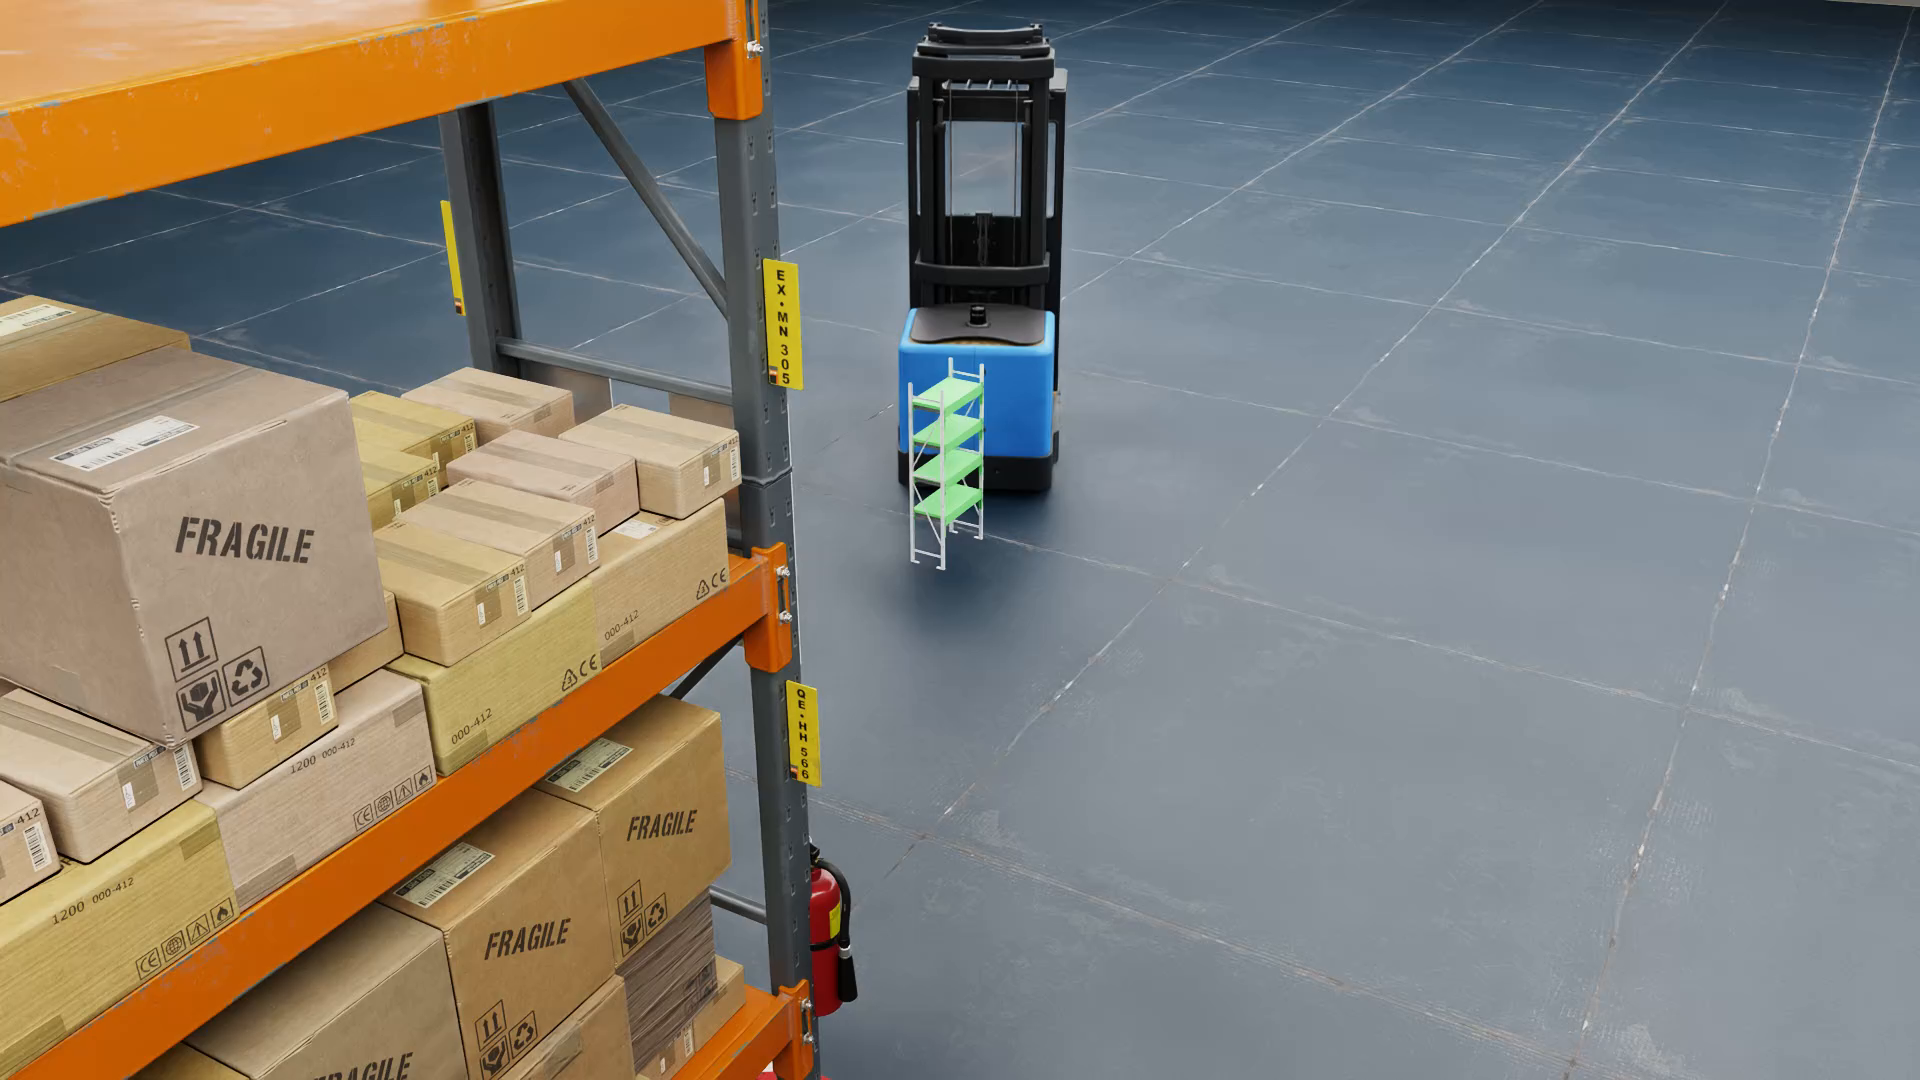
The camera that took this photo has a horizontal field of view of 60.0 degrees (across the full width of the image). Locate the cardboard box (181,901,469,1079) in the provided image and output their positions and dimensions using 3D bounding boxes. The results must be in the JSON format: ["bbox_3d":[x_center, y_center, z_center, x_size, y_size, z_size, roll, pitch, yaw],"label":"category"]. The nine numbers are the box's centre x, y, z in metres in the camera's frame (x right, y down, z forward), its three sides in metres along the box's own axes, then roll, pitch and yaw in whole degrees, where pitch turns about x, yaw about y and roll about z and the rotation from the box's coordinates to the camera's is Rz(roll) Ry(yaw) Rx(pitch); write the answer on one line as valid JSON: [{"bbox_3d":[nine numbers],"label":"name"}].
[{"bbox_3d":[-1.456,1.109,3.623,0.500,0.500,0.500,14,30,26],"label":"cardboard box"}]

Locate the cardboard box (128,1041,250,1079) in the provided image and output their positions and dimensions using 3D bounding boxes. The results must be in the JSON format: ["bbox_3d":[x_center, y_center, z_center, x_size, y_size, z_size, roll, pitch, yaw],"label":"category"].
[{"bbox_3d":[-1.709,1.302,3.237,0.500,0.500,0.500,14,30,26],"label":"cardboard box"}]

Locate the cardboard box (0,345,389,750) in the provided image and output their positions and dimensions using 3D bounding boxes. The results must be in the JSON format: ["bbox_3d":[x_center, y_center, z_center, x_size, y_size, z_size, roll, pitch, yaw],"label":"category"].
[{"bbox_3d":[-1.453,-0.008,3.062,0.500,0.500,0.500,14,30,26],"label":"cardboard box"}]

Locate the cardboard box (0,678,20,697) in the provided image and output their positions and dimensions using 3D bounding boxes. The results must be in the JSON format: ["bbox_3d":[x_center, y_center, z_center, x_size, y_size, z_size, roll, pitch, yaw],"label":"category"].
[{"bbox_3d":[-2.000,0.285,3.200,0.380,0.149,0.250,14,30,26],"label":"cardboard box"}]

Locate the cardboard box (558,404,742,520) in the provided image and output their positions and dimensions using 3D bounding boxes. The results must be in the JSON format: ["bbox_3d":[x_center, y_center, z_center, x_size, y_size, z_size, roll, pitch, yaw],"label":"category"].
[{"bbox_3d":[-0.776,-0.201,4.172,0.380,0.149,0.250,14,30,26],"label":"cardboard box"}]

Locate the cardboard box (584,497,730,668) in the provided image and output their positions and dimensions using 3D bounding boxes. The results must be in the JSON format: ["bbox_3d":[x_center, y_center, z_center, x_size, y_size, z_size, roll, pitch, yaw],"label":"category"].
[{"bbox_3d":[-0.927,0.044,4.127,0.500,0.250,0.500,15,30,27],"label":"cardboard box"}]

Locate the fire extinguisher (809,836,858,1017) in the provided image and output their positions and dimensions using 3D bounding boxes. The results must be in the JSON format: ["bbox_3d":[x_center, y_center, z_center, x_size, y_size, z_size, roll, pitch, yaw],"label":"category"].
[{"bbox_3d":[-0.454,1.166,5.156,0.296,0.674,0.183,14,30,26],"label":"fire extinguisher"}]

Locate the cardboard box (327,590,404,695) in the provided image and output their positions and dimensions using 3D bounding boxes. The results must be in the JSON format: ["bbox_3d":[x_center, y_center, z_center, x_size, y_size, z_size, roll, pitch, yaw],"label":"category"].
[{"bbox_3d":[-1.378,0.177,3.416,0.380,0.149,0.250,15,30,27],"label":"cardboard box"}]

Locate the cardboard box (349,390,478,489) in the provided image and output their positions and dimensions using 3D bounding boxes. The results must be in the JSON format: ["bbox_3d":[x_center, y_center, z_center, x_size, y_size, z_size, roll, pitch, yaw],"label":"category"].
[{"bbox_3d":[-1.460,-0.242,4.253,0.380,0.149,0.250,15,30,27],"label":"cardboard box"}]

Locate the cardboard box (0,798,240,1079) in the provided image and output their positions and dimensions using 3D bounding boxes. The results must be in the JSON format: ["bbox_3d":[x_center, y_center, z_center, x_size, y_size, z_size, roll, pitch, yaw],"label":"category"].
[{"bbox_3d":[-1.673,0.634,2.948,0.500,0.250,0.500,14,30,25],"label":"cardboard box"}]

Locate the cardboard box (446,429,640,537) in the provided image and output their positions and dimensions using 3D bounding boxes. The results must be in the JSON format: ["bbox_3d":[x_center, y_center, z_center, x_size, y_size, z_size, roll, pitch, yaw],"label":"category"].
[{"bbox_3d":[-1.006,-0.125,4.021,0.380,0.149,0.250,13,29,24],"label":"cardboard box"}]

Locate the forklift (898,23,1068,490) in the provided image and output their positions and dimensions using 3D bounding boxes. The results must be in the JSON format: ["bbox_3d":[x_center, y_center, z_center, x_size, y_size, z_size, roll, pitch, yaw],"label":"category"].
[{"bbox_3d":[0.198,-2.272,12.013,1.130,2.935,3.031,2,27,4],"label":"forklift"}]

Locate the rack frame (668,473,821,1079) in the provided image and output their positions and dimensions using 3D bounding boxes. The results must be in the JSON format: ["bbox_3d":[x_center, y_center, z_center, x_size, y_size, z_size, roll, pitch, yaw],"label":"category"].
[{"bbox_3d":[-0.911,1.075,5.252,1.000,3.000,0.127,14,30,26],"label":"rack frame"}]

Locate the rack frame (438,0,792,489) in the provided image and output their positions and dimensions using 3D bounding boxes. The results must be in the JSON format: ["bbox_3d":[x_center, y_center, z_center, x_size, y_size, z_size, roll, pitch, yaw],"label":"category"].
[{"bbox_3d":[-0.911,-1.608,3.909,1.000,3.000,0.127,14,30,26],"label":"rack frame"}]

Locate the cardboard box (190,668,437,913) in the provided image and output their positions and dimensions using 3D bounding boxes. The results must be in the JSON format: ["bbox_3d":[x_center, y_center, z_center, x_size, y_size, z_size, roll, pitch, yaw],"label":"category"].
[{"bbox_3d":[-1.430,0.437,3.342,0.500,0.250,0.500,15,30,27],"label":"cardboard box"}]

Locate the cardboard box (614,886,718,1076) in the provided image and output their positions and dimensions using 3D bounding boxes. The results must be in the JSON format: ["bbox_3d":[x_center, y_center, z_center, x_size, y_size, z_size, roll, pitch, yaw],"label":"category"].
[{"bbox_3d":[-1.206,1.105,4.747,0.875,0.500,0.500,14,30,26],"label":"cardboard box"}]

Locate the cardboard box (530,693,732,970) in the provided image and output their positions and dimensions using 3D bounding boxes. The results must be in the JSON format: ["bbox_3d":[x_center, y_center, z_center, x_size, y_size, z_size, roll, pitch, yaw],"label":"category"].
[{"bbox_3d":[-0.967,0.719,4.403,0.500,0.500,0.500,14,30,26],"label":"cardboard box"}]

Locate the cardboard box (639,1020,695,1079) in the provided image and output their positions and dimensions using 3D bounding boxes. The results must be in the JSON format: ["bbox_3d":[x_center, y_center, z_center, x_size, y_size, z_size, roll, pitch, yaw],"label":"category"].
[{"bbox_3d":[-0.995,1.441,4.802,0.380,0.149,0.250,14,30,26],"label":"cardboard box"}]

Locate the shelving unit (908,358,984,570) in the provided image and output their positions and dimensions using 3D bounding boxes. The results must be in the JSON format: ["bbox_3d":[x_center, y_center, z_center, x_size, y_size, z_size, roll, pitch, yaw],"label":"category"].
[{"bbox_3d":[-0.081,-0.472,10.353,0.258,1.200,0.503,14,30,26],"label":"shelving unit"}]

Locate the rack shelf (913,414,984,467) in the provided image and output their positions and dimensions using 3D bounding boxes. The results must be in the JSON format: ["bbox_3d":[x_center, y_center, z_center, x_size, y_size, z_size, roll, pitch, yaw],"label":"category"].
[{"bbox_3d":[-0.081,-0.629,10.274,0.258,0.148,0.480,14,30,26],"label":"rack shelf"}]

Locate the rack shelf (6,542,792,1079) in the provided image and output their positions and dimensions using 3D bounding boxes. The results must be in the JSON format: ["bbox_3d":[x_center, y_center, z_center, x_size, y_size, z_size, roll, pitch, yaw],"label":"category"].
[{"bbox_3d":[-1.895,0.834,3.185,1.077,0.370,4.000,14,30,26],"label":"rack shelf"}]

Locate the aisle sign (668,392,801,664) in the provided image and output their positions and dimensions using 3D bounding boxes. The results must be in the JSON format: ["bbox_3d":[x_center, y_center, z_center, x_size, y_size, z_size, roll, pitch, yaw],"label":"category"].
[{"bbox_3d":[-0.619,-0.046,4.587,0.394,0.787,0.004,14,30,26],"label":"aisle sign"}]

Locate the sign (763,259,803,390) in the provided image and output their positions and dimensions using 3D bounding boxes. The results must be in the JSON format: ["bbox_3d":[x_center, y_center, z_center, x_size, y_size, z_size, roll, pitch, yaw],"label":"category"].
[{"bbox_3d":[-0.438,-0.533,4.123,0.100,0.325,0.005,14,30,26],"label":"sign"}]

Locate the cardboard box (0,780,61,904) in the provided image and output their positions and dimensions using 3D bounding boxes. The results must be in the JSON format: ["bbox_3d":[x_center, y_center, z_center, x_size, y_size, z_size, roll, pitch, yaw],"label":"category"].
[{"bbox_3d":[-1.745,0.498,2.776,0.380,0.149,0.250,15,30,27],"label":"cardboard box"}]

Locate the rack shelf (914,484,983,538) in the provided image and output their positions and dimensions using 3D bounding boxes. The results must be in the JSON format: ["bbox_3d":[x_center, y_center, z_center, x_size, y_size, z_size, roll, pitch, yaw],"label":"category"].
[{"bbox_3d":[-0.081,-0.200,10.489,0.258,0.148,0.480,14,30,26],"label":"rack shelf"}]

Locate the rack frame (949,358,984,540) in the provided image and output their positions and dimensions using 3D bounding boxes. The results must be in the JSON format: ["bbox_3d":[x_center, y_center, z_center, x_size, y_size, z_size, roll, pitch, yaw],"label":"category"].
[{"bbox_3d":[0.039,-0.567,10.543,0.240,1.200,0.015,14,30,26],"label":"rack frame"}]

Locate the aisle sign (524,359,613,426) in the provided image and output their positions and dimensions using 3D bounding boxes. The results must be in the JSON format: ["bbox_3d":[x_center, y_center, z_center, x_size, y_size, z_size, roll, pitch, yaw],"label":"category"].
[{"bbox_3d":[-1.142,-0.178,4.851,0.394,0.787,0.004,14,30,26],"label":"aisle sign"}]

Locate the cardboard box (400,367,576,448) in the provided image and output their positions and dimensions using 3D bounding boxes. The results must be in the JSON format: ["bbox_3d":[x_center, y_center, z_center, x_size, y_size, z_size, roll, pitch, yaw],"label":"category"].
[{"bbox_3d":[-1.248,-0.322,4.413,0.380,0.149,0.250,14,30,26],"label":"cardboard box"}]

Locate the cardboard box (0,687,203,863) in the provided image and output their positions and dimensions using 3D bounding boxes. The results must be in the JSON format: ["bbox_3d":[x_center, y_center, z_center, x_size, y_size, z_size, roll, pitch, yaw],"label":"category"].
[{"bbox_3d":[-1.598,0.401,2.969,0.380,0.149,0.250,13,29,24],"label":"cardboard box"}]

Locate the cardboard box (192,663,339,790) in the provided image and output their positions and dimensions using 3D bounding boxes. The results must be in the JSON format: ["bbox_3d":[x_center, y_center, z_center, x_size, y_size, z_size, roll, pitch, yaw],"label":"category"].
[{"bbox_3d":[-1.422,0.304,3.162,0.380,0.149,0.250,13,29,24],"label":"cardboard box"}]

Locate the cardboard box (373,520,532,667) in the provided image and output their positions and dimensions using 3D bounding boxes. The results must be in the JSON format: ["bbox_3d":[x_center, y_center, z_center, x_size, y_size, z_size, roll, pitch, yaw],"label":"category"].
[{"bbox_3d":[-1.148,0.108,3.554,0.380,0.149,0.250,14,30,26],"label":"cardboard box"}]

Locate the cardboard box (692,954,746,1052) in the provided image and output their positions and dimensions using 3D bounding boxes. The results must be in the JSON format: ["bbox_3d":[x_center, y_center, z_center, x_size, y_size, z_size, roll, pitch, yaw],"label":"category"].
[{"bbox_3d":[-0.872,1.343,4.996,0.380,0.149,0.250,14,30,26],"label":"cardboard box"}]

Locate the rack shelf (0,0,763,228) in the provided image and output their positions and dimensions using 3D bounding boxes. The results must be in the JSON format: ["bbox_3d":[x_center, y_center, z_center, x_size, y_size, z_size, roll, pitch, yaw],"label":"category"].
[{"bbox_3d":[-1.895,-0.505,2.514,1.077,0.370,4.000,14,30,26],"label":"rack shelf"}]

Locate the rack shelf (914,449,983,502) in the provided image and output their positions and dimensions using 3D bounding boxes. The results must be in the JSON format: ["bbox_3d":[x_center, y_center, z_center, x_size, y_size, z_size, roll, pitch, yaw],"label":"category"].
[{"bbox_3d":[-0.081,-0.415,10.381,0.258,0.148,0.480,14,30,26],"label":"rack shelf"}]

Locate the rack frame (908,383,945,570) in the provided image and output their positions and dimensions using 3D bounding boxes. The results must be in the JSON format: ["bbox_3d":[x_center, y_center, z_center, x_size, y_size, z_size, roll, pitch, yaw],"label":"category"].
[{"bbox_3d":[-0.201,-0.377,10.163,0.240,1.200,0.015,14,30,26],"label":"rack frame"}]

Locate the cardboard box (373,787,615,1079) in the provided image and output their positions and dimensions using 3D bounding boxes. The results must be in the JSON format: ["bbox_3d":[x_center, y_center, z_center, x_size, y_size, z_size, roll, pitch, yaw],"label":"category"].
[{"bbox_3d":[-1.208,0.915,4.011,0.500,0.500,0.500,14,30,26],"label":"cardboard box"}]

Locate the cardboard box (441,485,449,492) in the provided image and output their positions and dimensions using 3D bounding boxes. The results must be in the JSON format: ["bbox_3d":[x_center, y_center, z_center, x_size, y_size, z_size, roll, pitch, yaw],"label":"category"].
[{"bbox_3d":[-1.373,-0.069,4.353,0.500,0.250,0.500,15,30,28],"label":"cardboard box"}]

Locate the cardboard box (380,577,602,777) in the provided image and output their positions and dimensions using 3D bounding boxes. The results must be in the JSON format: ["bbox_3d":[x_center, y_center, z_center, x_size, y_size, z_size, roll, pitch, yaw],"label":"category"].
[{"bbox_3d":[-1.170,0.239,3.737,0.500,0.250,0.500,14,30,26],"label":"cardboard box"}]

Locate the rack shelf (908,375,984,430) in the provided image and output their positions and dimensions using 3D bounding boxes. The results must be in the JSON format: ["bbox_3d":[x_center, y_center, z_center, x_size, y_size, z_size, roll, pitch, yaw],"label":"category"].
[{"bbox_3d":[-0.081,-0.844,10.166,0.258,0.148,0.480,14,30,26],"label":"rack shelf"}]

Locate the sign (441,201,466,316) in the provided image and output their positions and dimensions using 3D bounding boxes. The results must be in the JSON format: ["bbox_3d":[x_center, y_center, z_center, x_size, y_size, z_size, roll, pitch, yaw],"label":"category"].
[{"bbox_3d":[-1.384,-0.777,4.624,0.100,0.325,0.005,14,30,26],"label":"sign"}]

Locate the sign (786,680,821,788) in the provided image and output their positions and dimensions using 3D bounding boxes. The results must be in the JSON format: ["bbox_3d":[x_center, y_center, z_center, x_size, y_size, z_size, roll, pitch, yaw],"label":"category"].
[{"bbox_3d":[-0.438,0.546,4.663,0.100,0.325,0.005,14,30,26],"label":"sign"}]

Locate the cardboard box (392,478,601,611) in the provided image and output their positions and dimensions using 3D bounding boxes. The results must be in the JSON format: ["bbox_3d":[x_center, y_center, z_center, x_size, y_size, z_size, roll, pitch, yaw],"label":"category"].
[{"bbox_3d":[-1.045,0.005,3.760,0.380,0.149,0.250,13,29,24],"label":"cardboard box"}]

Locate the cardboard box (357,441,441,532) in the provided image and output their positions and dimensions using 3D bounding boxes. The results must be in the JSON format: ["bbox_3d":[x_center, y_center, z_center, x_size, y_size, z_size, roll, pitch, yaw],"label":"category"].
[{"bbox_3d":[-1.477,-0.116,4.002,0.380,0.149,0.250,14,30,25],"label":"cardboard box"}]

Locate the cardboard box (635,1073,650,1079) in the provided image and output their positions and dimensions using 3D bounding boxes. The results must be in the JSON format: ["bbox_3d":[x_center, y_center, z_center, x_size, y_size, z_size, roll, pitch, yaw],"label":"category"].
[{"bbox_3d":[-1.073,1.550,4.584,0.380,0.149,0.250,14,30,26],"label":"cardboard box"}]

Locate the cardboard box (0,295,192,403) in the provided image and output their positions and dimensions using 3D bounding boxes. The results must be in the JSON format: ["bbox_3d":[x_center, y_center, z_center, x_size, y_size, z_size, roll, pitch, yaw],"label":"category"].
[{"bbox_3d":[-1.877,-0.149,3.343,0.500,0.500,0.500,14,30,26],"label":"cardboard box"}]

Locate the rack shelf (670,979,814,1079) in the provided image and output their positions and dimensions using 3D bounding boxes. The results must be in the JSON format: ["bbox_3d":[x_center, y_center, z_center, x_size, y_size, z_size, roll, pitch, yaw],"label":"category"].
[{"bbox_3d":[-1.895,2.176,3.856,1.077,0.370,4.000,14,30,26],"label":"rack shelf"}]

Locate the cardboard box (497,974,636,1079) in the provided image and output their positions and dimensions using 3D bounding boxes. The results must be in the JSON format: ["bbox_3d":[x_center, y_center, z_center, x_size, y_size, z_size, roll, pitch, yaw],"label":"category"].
[{"bbox_3d":[-1.347,1.326,4.305,0.875,0.500,0.500,14,30,26],"label":"cardboard box"}]
